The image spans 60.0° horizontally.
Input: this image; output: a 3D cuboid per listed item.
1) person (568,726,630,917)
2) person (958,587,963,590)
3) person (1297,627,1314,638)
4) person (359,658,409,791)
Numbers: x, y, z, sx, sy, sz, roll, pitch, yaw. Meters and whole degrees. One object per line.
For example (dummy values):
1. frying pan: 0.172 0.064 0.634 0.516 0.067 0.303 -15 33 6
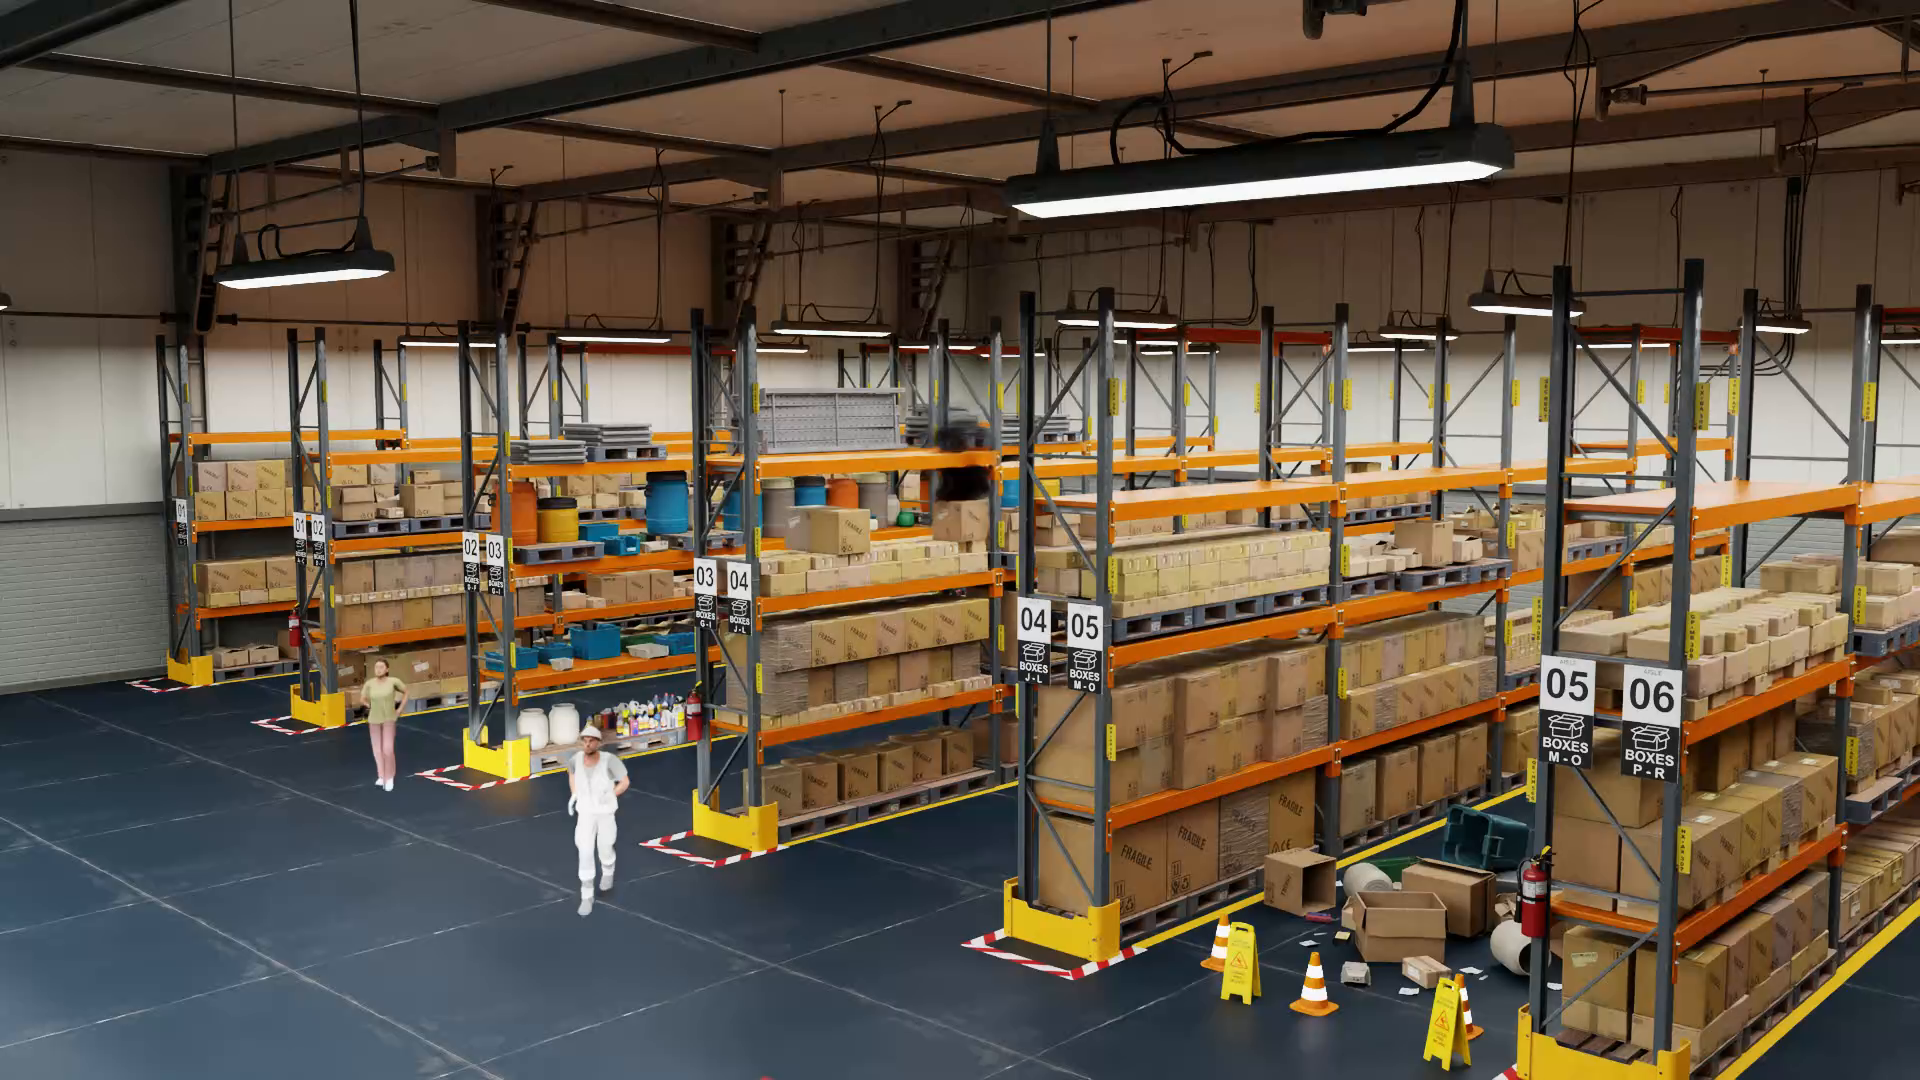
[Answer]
1. person: -3.582 2.721 16.503 0.626 1.808 0.870 0 5 -1
2. person: 0.176 1.202 32.964 0.574 1.682 0.936 4 7 35
3. person: 5.024 2.046 24.149 0.567 1.706 0.915 5 7 41
4. person: -7.358 2.353 21.197 0.584 1.707 0.607 0 5 -5
